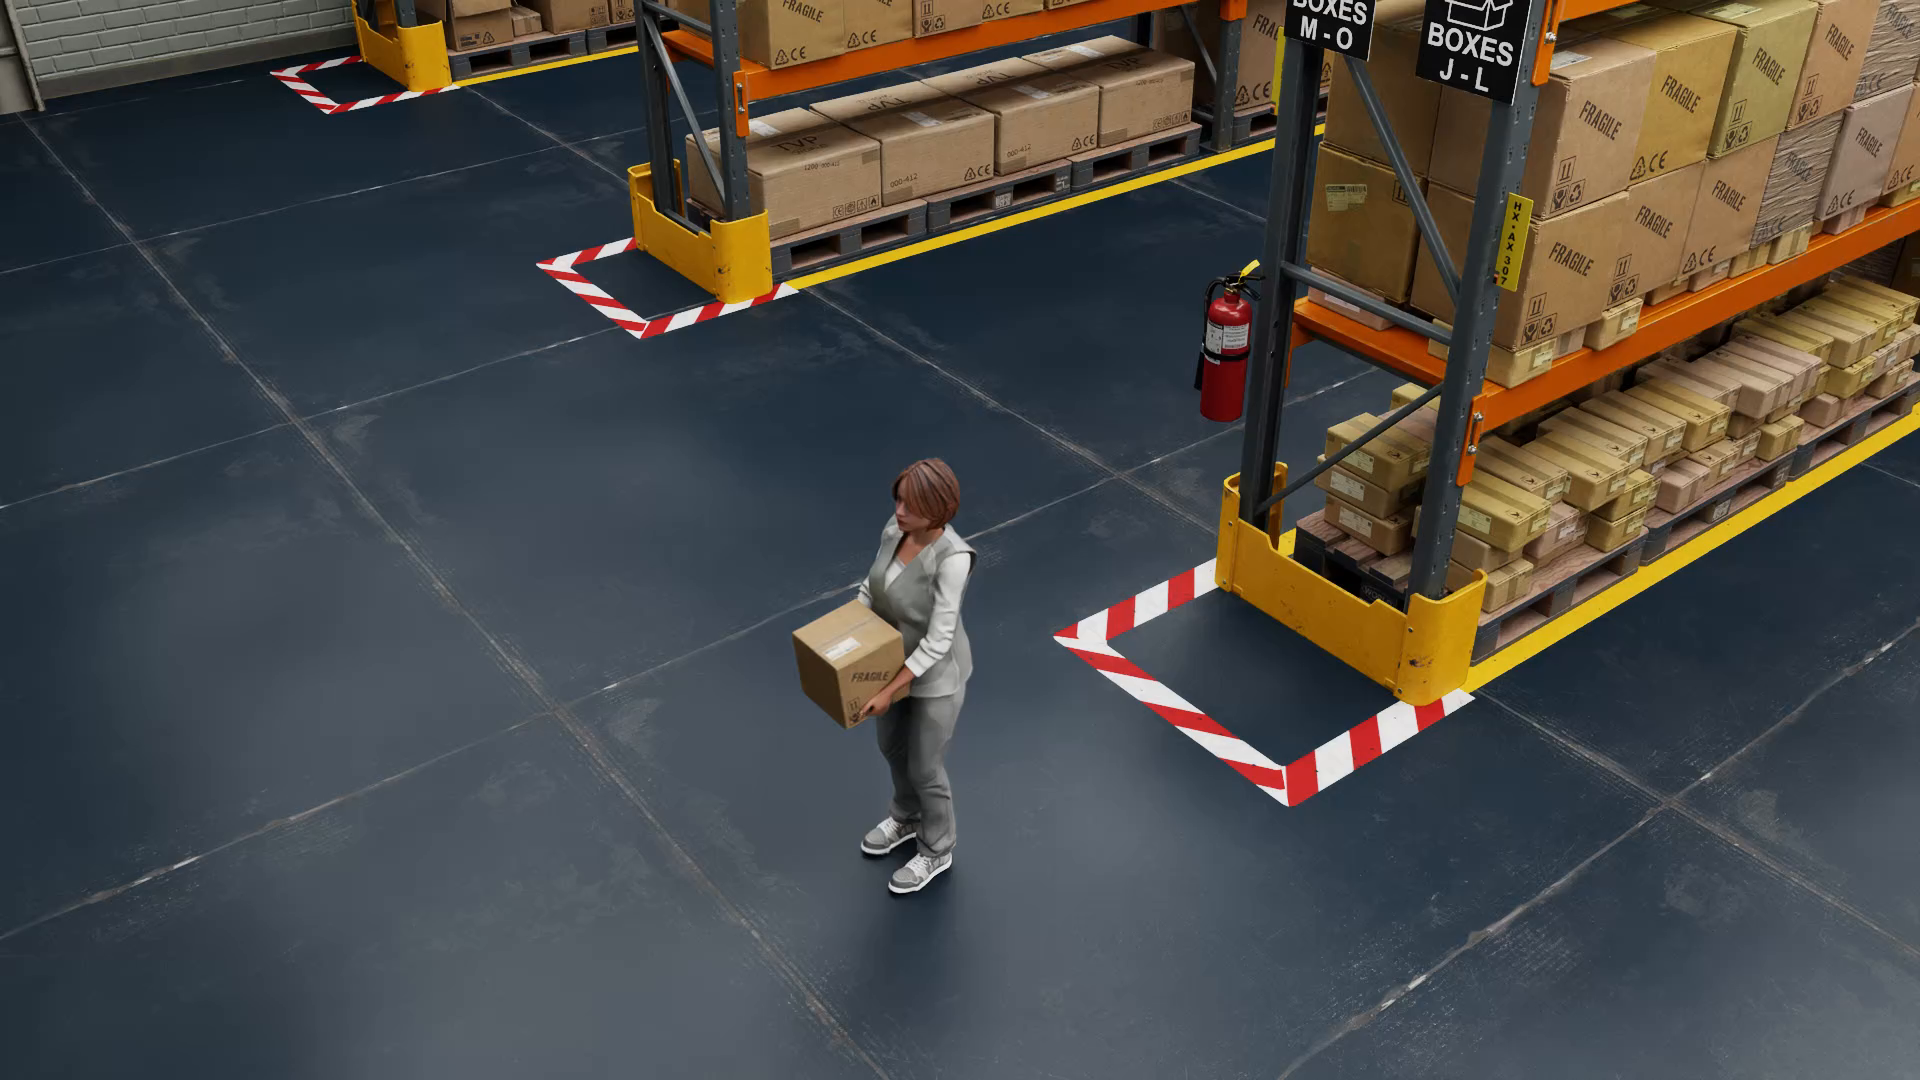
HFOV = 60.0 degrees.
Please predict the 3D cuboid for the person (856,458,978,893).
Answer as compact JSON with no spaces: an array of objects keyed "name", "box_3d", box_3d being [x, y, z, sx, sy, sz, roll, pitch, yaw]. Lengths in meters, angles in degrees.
[{"name":"person","box_3d":[-0.199,0.466,5.415,0.489,1.596,0.425,-23,39,-31]}]
